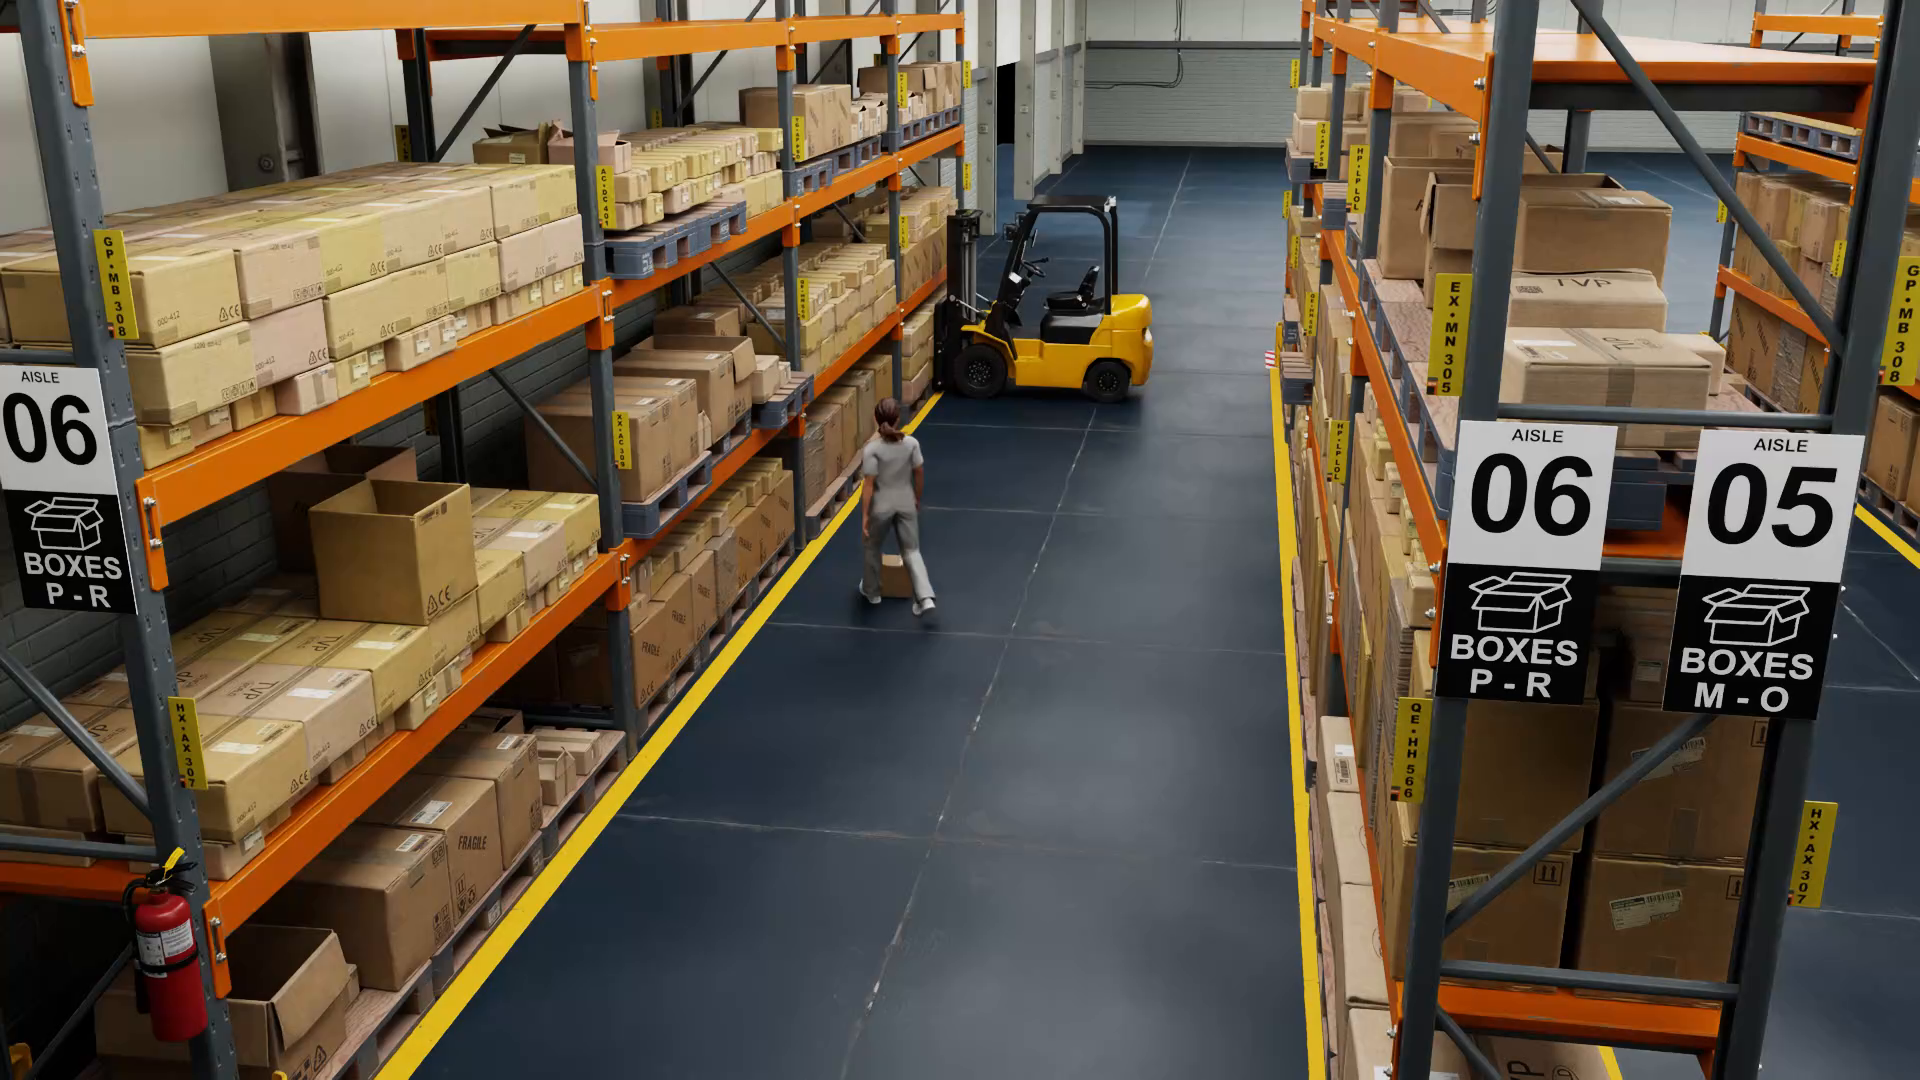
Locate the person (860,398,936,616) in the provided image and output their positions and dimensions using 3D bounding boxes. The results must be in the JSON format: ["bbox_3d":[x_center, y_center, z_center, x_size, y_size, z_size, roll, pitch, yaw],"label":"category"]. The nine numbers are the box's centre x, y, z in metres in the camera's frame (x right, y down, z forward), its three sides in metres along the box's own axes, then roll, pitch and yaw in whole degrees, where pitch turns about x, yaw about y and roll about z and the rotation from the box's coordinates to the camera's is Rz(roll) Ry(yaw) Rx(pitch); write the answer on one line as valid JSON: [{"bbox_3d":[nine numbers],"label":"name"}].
[{"bbox_3d":[-0.498,-0.242,11.877,0.477,1.620,0.992,-6,19,-17],"label":"person"}]
